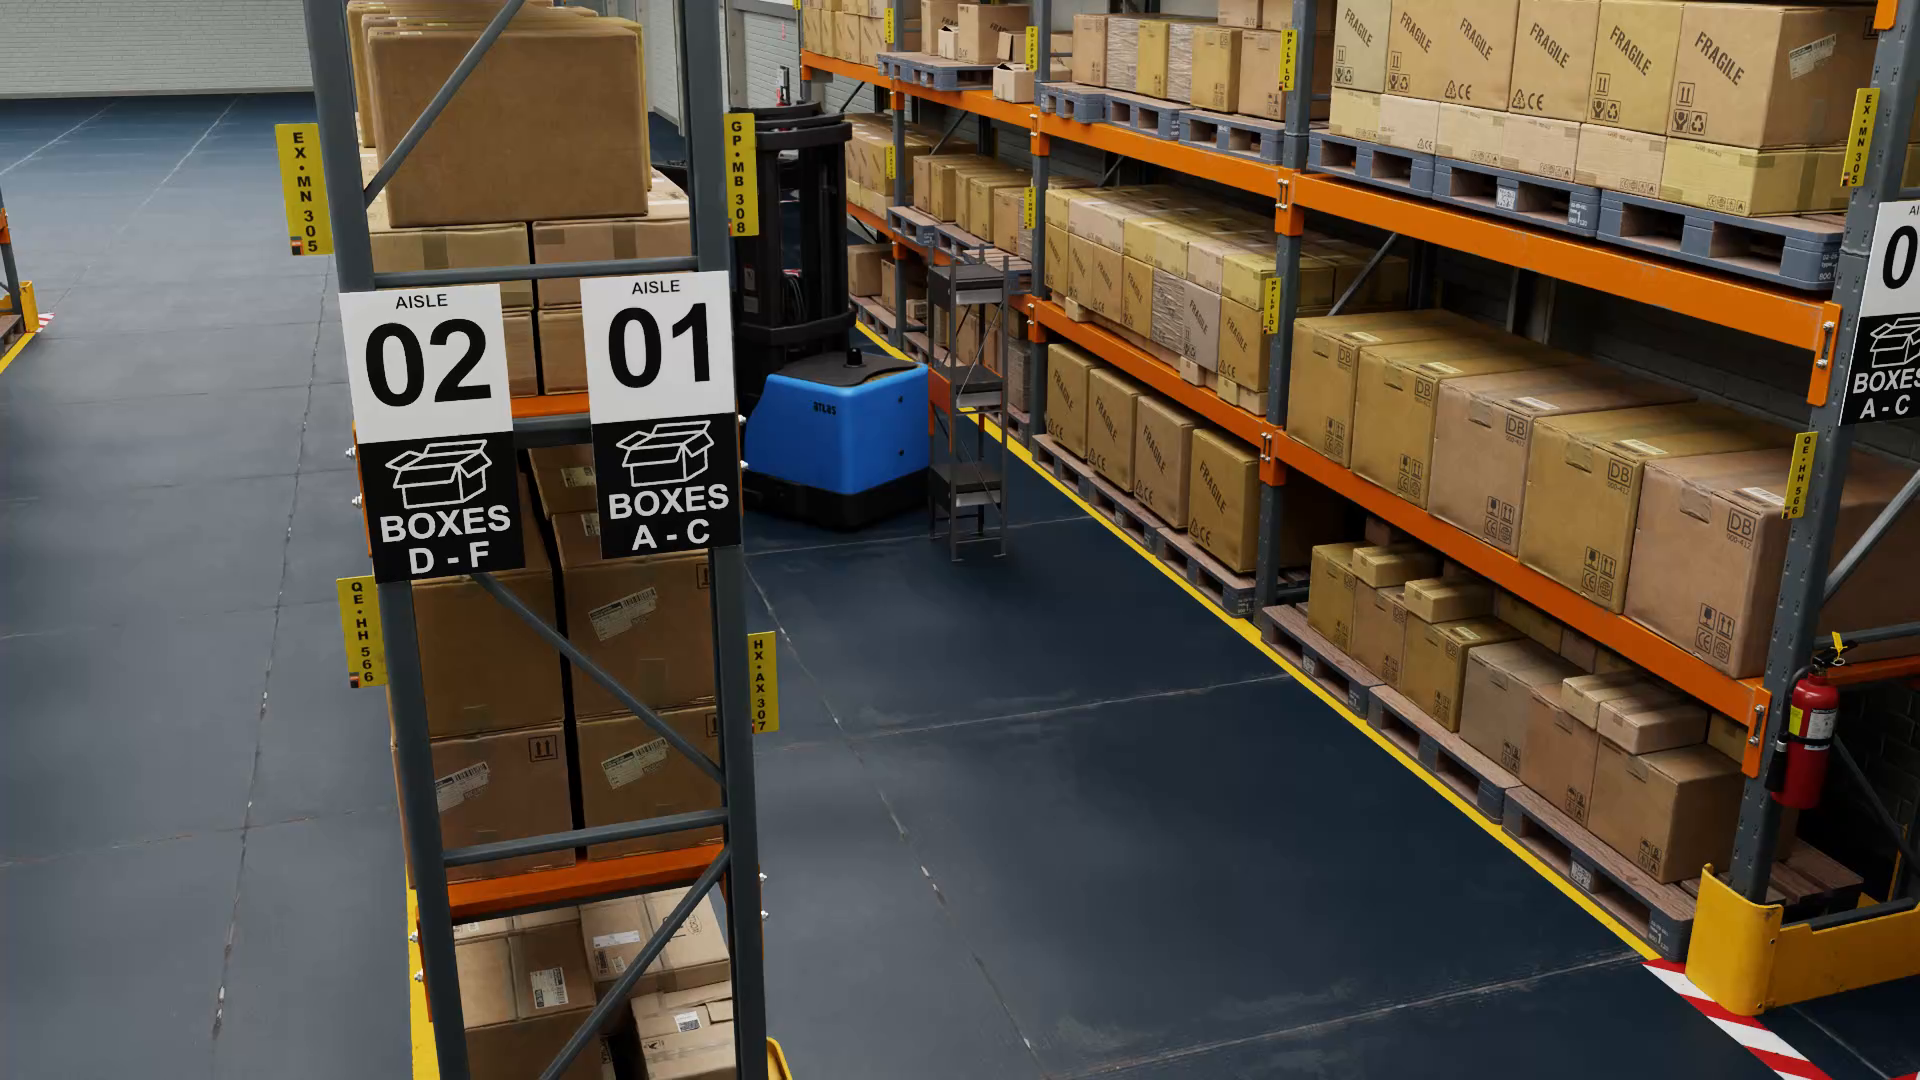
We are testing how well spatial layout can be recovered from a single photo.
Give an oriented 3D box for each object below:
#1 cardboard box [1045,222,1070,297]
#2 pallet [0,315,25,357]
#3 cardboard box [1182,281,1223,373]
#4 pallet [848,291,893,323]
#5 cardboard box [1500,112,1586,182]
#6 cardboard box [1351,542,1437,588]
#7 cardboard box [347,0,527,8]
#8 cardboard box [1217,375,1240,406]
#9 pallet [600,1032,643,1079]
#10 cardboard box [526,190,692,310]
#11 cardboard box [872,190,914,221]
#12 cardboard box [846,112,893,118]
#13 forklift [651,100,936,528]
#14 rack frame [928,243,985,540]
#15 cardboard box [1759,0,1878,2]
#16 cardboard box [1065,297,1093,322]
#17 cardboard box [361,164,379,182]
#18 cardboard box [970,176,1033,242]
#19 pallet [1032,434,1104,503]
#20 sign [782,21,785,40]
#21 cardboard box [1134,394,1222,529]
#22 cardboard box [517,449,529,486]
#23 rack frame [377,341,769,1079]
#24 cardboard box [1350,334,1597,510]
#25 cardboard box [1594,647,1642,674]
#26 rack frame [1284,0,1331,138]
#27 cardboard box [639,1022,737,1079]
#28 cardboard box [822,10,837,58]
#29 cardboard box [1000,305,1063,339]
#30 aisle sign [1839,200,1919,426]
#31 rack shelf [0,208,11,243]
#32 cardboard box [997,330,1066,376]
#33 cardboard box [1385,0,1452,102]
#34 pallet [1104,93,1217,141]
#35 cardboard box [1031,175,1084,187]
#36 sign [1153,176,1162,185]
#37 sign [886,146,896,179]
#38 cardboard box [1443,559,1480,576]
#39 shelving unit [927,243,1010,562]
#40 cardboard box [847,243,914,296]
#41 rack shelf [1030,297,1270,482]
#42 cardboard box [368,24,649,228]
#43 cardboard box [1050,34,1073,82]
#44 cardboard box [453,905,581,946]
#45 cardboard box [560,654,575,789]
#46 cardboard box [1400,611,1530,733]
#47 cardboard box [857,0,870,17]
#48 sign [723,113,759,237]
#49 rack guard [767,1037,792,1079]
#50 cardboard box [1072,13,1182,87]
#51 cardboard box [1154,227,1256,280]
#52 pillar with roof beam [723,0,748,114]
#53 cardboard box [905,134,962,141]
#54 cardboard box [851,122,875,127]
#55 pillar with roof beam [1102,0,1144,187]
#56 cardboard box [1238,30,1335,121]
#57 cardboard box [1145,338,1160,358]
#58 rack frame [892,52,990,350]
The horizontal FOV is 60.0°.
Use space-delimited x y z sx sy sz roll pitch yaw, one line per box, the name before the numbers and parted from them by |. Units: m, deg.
cardboard box | 0.983 -2.212 13.020 0.500 0.500 0.500 -6 21 -16
pallet | -10.528 -2.120 17.507 1.003 0.211 1.213 -6 21 -17
cardboard box | 1.776 -1.395 10.746 0.500 0.500 0.500 -6 21 -17
pallet | -0.816 -2.774 19.326 1.003 0.211 1.213 -6 21 -17
cardboard box | 2.772 -1.757 7.387 0.500 0.250 0.500 -7 21 -19
cardboard box | 2.402 0.139 9.210 0.380 0.149 0.250 -6 21 -15
cardboard box | -2.160 -1.989 6.953 0.700 0.500 0.500 -6 21 -17
cardboard box | 1.853 -0.963 10.502 0.380 0.149 0.250 -6 21 -16
pallet | -1.389 1.929 6.235 1.003 0.211 1.213 -6 21 -17
cardboard box | -1.028 -0.873 4.953 0.500 0.250 0.500 -6 21 -17
cardboard box | -0.621 -3.541 17.529 0.500 0.250 0.500 -6 21 -17
cardboard box | -1.092 -4.929 20.284 0.500 0.500 0.500 -7 21 -18
forklift | -1.652 -1.852 12.737 3.031 2.935 1.130 15 25 36
rack frame | -0.025 -1.013 11.632 0.400 2.100 0.015 -6 21 -17
cardboard box | 3.428 -2.000 6.955 0.500 0.500 0.500 -7 21 -18
cardboard box | 1.031 -1.783 12.786 0.380 0.149 0.250 -6 21 -16
cardboard box | -1.829 -1.139 5.696 0.500 0.250 0.500 -6 21 -17
cardboard box | 0.503 -3.000 15.032 0.700 0.500 0.500 -6 21 -17
pallet | 1.249 -0.625 13.345 1.003 0.211 1.213 -6 21 -17
sign | -2.935 -8.460 27.602 0.001 0.298 0.199 -6 21 -17
cardboard box | 1.720 -0.580 11.654 0.750 0.750 0.750 -6 21 -16
cardboard box | -1.488 -0.283 6.639 0.500 0.500 0.500 -7 21 -18
rack frame | -1.114 0.896 4.984 1.000 3.000 0.127 -6 21 -17
cardboard box | 2.709 -0.645 8.832 0.980 0.700 0.700 -7 21 -19
cardboard box | 3.263 0.604 7.914 0.380 0.149 0.250 -6 21 -17
rack frame | 2.330 -3.738 9.012 1.000 3.000 0.127 -6 21 -17
cardboard box | -0.919 1.860 5.867 0.380 0.149 0.250 -6 21 -17
cardboard box | -1.272 -5.758 18.894 0.500 0.500 0.500 -5 20 -15
cardboard box | 0.677 -1.997 14.977 0.500 0.250 0.500 -6 21 -16
aisle sign | 3.325 -0.800 5.860 0.394 0.787 0.004 -6 21 -17
rack shelf | -10.218 -2.733 16.152 1.077 0.370 4.000 -6 21 -17
cardboard box | 0.746 -1.632 15.071 0.700 0.500 0.500 -6 21 -17
cardboard box | 2.455 -2.431 8.153 0.500 0.500 0.500 -7 21 -18
pallet | 1.680 -2.962 11.567 1.003 0.211 1.213 -5 20 -15
cardboard box | 0.821 -2.967 13.981 0.380 0.149 0.250 -10 22 -26
sign | 1.599 -2.803 13.571 0.100 0.325 0.005 -6 21 -17
sign | -0.697 -3.829 16.860 0.100 0.325 0.005 -6 21 -17
cardboard box | 2.862 0.195 9.052 0.380 0.149 0.250 -7 21 -19
shelving unit | 0.052 -0.935 11.414 0.431 2.100 0.503 -6 21 -17
cardboard box | -0.947 -3.141 19.271 0.700 0.500 0.500 -8 21 -21
rack shelf | 1.701 -1.218 11.935 1.077 0.370 4.000 -6 21 -17
cardboard box | -1.291 -1.196 4.745 0.700 0.500 0.500 -6 21 -17
cardboard box | 1.065 -3.922 13.784 0.500 0.500 0.500 -6 21 -17
cardboard box | -1.789 1.527 6.645 0.500 0.250 0.500 -6 21 -17
cardboard box | -1.170 0.514 5.901 0.500 0.500 0.500 -7 21 -18
cardboard box | 2.782 0.641 8.770 0.700 0.500 0.500 -6 21 -16
cardboard box | -0.782 -5.729 17.334 0.500 0.500 0.500 -5 20 -14
sign | -0.599 -0.984 4.490 0.100 0.325 0.005 -6 21 -17
rack guard | -1.138 2.048 5.474 1.175 0.500 0.348 -6 21 -17
cardboard box | 1.277 -3.718 12.593 0.700 0.500 0.500 -8 21 -21
cardboard box | 1.629 -1.916 11.086 0.500 0.250 0.500 -6 21 -16
pillar with roof beam | -8.259 -10.850 28.812 9.100 9.000 0.400 -6 21 -17
cardboard box | -0.293 -4.113 18.014 0.500 0.500 0.500 -7 21 -18
cardboard box | -1.275 -4.546 19.219 0.500 0.500 0.500 -7 21 -19
pillar with roof beam | -2.601 -5.074 12.730 9.100 9.000 0.400 -6 21 -17
cardboard box | 2.158 -2.875 10.247 0.700 0.500 0.500 -8 21 -20
cardboard box | 1.525 -1.383 11.672 0.380 0.149 0.250 -6 21 -15
rack frame | -0.184 -3.482 17.174 1.000 3.000 0.127 -6 21 -17
